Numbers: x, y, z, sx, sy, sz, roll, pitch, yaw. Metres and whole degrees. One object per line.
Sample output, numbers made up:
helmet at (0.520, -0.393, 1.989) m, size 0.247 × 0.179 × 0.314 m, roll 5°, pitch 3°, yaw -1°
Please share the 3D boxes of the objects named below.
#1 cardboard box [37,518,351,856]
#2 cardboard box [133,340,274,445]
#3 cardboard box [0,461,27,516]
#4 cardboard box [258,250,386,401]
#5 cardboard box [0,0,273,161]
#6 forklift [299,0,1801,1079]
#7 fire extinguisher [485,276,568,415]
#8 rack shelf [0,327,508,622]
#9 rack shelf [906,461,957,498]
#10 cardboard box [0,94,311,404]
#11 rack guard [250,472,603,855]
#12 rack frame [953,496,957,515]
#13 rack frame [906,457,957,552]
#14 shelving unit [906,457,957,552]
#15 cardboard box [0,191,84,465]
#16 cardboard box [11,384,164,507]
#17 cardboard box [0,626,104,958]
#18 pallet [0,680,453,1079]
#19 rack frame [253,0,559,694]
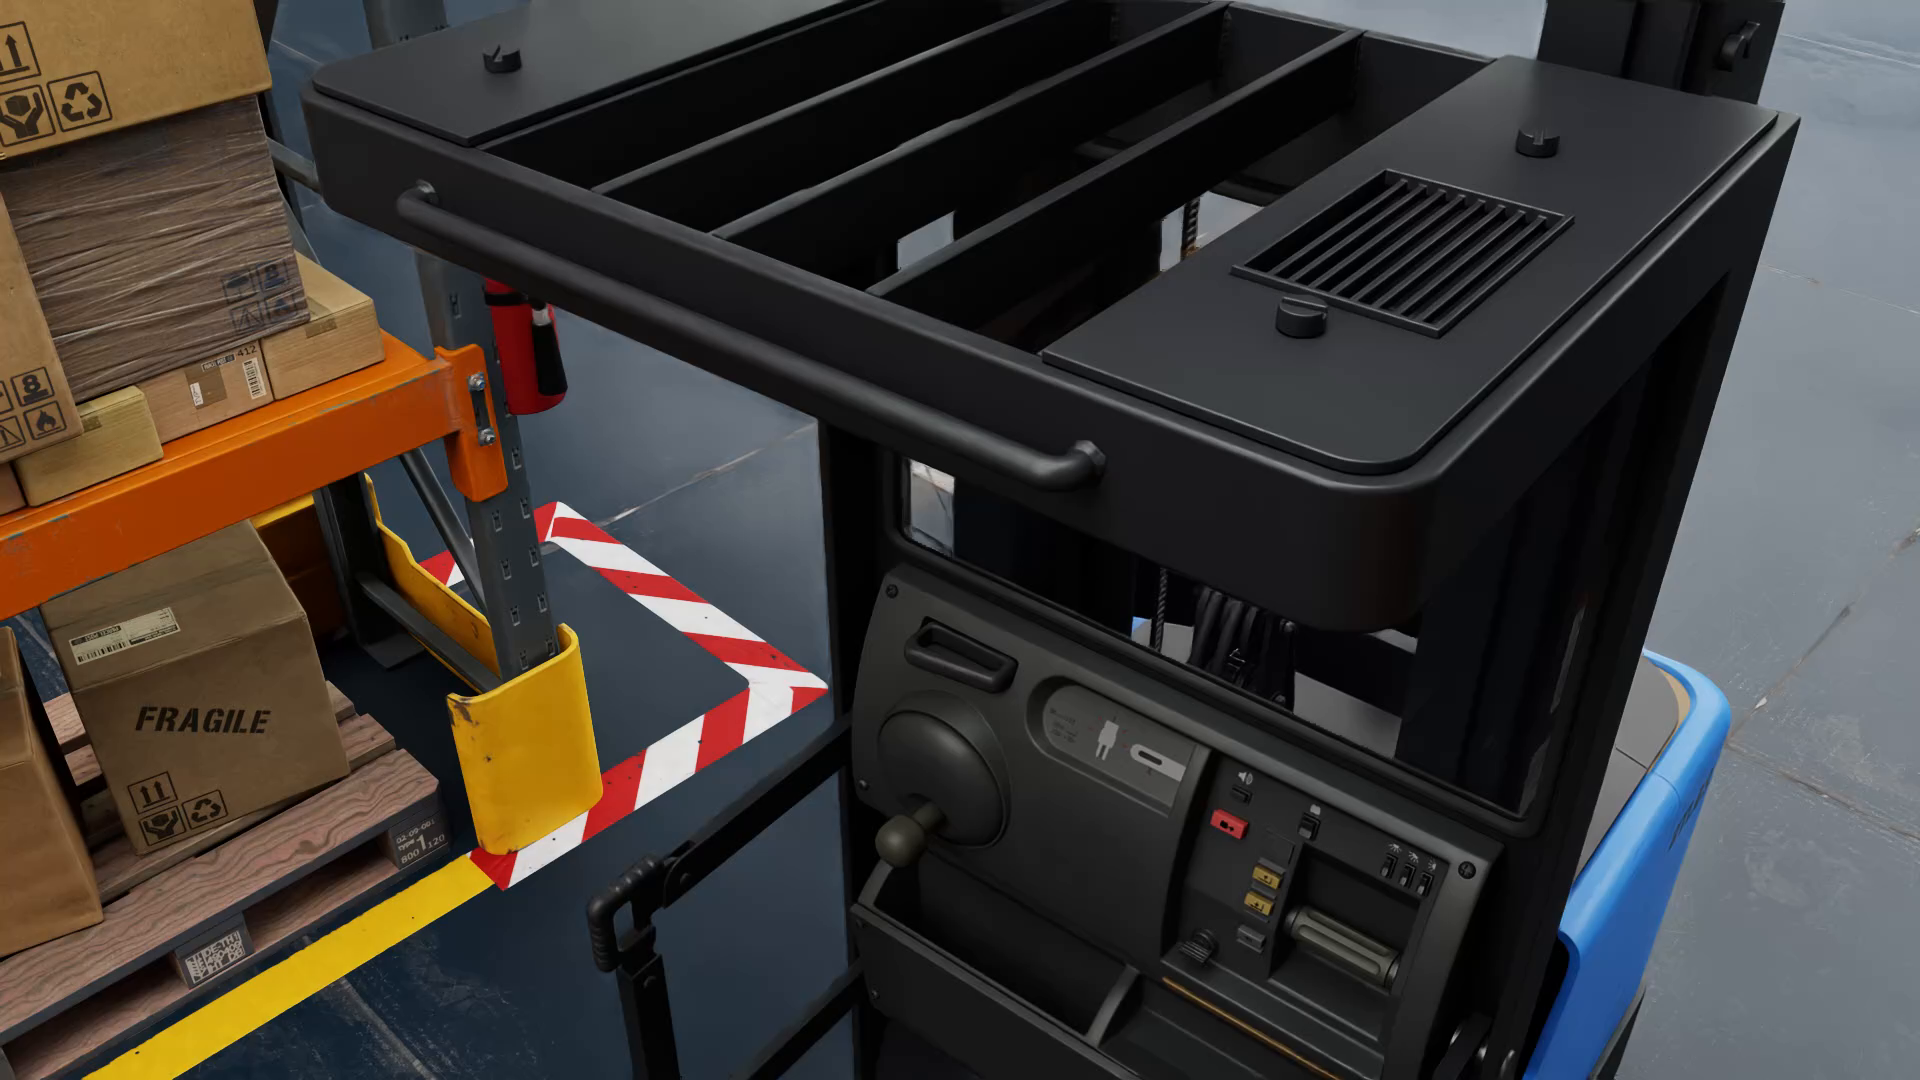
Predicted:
cardboard box at (-1.831, 0.332, 3.970) m, size 0.500 × 0.500 × 0.500 m, roll -21°, pitch 40°, yaw -28°
cardboard box at (-1.610, -0.365, 3.371) m, size 0.380 × 0.149 × 0.250 m, roll 30°, pitch 45°, yaw 35°
cardboard box at (-1.937, -0.147, 3.059) m, size 0.380 × 0.149 × 0.250 m, roll 30°, pitch 45°, yaw 35°
cardboard box at (-1.434, -0.466, 3.516) m, size 0.380 × 0.149 × 0.250 m, roll 30°, pitch 45°, yaw 35°
cardboard box at (-1.591, -1.018, 2.866) m, size 0.500 × 0.500 × 0.500 m, roll 30°, pitch 45°, yaw 35°
forklift at (0.104, 0.424, 2.080) m, size 1.130 × 2.935 × 3.031 m, roll 24°, pitch 42°, yaw 31°
fire extinguisher at (-0.972, -0.597, 3.551) m, size 0.296 × 0.674 × 0.183 m, roll 30°, pitch 45°, yaw 35°
rack shelf at (-2.788, 0.339, 2.771) m, size 1.077 × 0.370 × 4.000 m, roll 30°, pitch 45°, yaw 35°
rack shelf at (-0.006, -0.191, 5.110) m, size 0.258 × 0.077 × 0.200 m, roll 30°, pitch 45°, yaw 35°
cardboard box at (-1.786, -0.719, 3.311) m, size 0.875 × 0.500 × 0.500 m, roll 30°, pitch 45°, yaw 35°
rack guard at (-1.433, 0.288, 4.400) m, size 1.175 × 0.500 × 0.348 m, roll 30°, pitch 45°, yaw 35°
rack frame at (0.066, -0.407, 5.047) m, size 0.240 × 0.900 × 0.006 m, roll 30°, pitch 45°, yaw 35°
rack frame at (-0.077, -0.325, 4.929) m, size 0.240 × 0.900 × 0.006 m, roll 30°, pitch 45°, yaw 35°
shelving unit at (-0.006, -0.366, 4.988) m, size 0.258 × 0.900 × 0.210 m, roll 30°, pitch 45°, yaw 35°
cardboard box at (-2.053, -0.468, 2.951) m, size 0.875 × 0.500 × 0.500 m, roll 30°, pitch 45°, yaw 35°
cardboard box at (-1.750, -0.243, 3.195) m, size 0.380 × 0.149 × 0.250 m, roll 30°, pitch 45°, yaw 35°
cardboard box at (-2.228, 0.588, 3.602) m, size 0.500 × 0.500 × 0.500 m, roll -18°, pitch 39°, yaw -24°
pallet at (-2.030, 0.722, 4.030) m, size 1.003 × 0.211 × 1.213 m, roll 30°, pitch 45°, yaw 35°
rack frame at (-1.379, -0.768, 3.729) m, size 1.000 × 3.000 × 0.127 m, roll 30°, pitch 45°, yaw 35°
